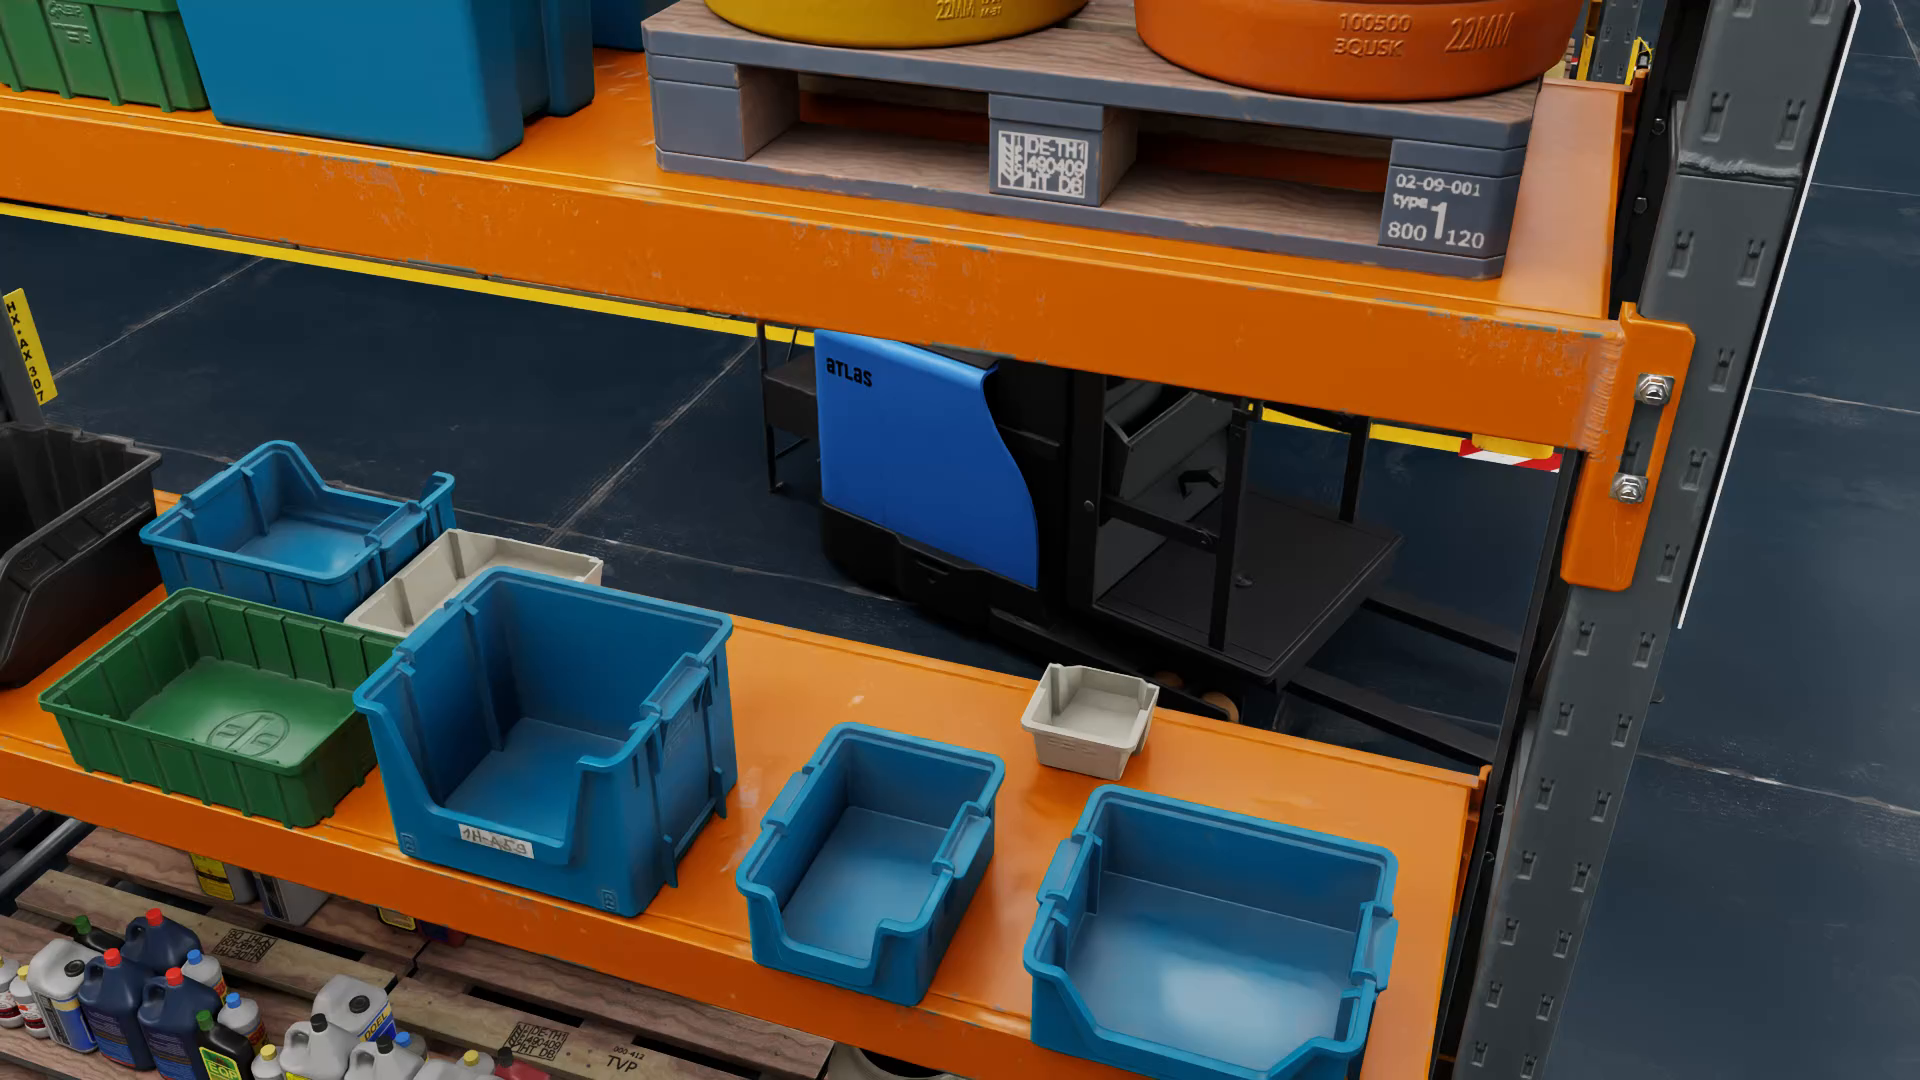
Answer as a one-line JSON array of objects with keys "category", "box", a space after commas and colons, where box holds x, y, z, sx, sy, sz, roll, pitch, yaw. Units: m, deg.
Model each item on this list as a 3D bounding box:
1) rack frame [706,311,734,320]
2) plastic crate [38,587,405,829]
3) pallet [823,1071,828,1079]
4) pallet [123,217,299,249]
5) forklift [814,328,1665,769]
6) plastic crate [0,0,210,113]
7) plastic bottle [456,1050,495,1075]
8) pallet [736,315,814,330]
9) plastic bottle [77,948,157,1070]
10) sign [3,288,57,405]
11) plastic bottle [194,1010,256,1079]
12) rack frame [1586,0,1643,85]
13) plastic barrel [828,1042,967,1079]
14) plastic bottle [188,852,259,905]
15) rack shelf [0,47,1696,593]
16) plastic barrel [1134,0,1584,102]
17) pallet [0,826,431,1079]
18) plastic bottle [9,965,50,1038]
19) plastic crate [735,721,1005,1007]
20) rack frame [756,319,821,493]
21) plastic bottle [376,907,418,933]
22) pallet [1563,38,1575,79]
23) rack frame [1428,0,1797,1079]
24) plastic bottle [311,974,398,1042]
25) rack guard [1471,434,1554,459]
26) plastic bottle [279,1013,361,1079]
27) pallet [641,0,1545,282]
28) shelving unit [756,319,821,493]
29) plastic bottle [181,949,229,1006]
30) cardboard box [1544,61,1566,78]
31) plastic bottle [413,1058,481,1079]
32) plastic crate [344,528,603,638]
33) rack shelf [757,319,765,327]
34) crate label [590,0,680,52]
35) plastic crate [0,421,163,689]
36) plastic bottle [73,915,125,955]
[{"category": "rack frame", "box": [-1.071, -2.651, 8.091, 0.127, 3.000, 1.000, 11, 34, 16]}, {"category": "plastic crate", "box": [-1.559, 0.359, 3.623, 0.662, 0.188, 0.450, 11, 34, 16]}, {"category": "pallet", "box": [0.173, 1.640, 4.015, 1.213, 0.211, 1.003, 11, 34, 16]}, {"category": "pallet", "box": [-4.101, -2.068, 9.758, 1.213, 0.211, 1.003, 11, 34, 16]}, {"category": "forklift", "box": [0.938, -0.873, 5.400, 3.031, 2.935, 1.130, 22, 39, 30]}, {"category": "plastic crate", "box": [-1.348, -0.866, 2.755, 0.450, 0.188, 0.336, 11, 34, 16]}, {"category": "plastic bottle", "box": [-1.187, 1.336, 4.090, 0.097, 0.201, 0.097, 0, 33, 0]}, {"category": "pallet", "box": [-0.427, -1.375, 8.685, 1.213, 0.211, 1.003, 11, 34, 16]}, {"category": "plastic bottle", "box": [-2.122, 1.165, 4.216, 0.185, 0.351, 0.144, 12, 35, 18]}, {"category": "sign", "box": [-2.546, -0.517, 4.531, 0.005, 0.325, 0.100, 11, 34, 16]}, {"category": "plastic bottle", "box": [-1.803, 1.280, 4.101, 0.133, 0.283, 0.061, 13, 35, 19]}, {"category": "rack frame", "box": [2.695, -1.919, 6.957, 0.127, 3.000, 1.000, 11, 34, 16]}, {"category": "plastic barrel", "box": [-0.094, 1.305, 3.869, 0.421, 0.512, 0.421, 0, 33, 0]}, {"category": "plastic bottle", "box": [-2.087, 0.850, 4.704, 0.185, 0.351, 0.144, 11, 34, 16]}, {"category": "rack shelf", "box": [-0.859, -0.714, 2.989, 4.000, 0.370, 1.077, 11, 34, 16]}, {"category": "plastic barrel", "box": [0.523, -1.031, 2.033, 0.708, 0.830, 0.600, 11, 34, 16]}, {"category": "pallet", "box": [-2.124, 1.193, 4.707, 1.213, 0.211, 1.003, 11, 34, 16]}, {"category": "plastic bottle", "box": [-2.398, 1.188, 4.319, 0.097, 0.201, 0.097, 0, 33, 0]}, {"category": "plastic crate", "box": [-0.158, 0.612, 3.174, 0.408, 0.251, 0.499, 11, 34, 16]}, {"category": "rack frame", "box": [-0.690, -1.171, 6.627, 0.015, 2.100, 0.400, 22, 39, 30]}, {"category": "plastic bottle", "box": [-1.564, 0.956, 4.602, 0.133, 0.283, 0.061, 11, 34, 16]}, {"category": "pallet", "box": [3.684, -3.368, 11.772, 1.213, 0.211, 1.003, 11, 34, 16]}, {"category": "rack frame", "box": [1.024, 0.610, 3.040, 0.127, 3.000, 1.000, 11, 34, 16]}, {"category": "plastic bottle", "box": [-1.518, 1.229, 4.187, 0.135, 0.276, 0.152, 11, 34, 16]}, {"category": "rack guard", "box": [2.623, -0.883, 7.657, 0.348, 0.500, 1.175, 11, 34, 16]}, {"category": "plastic bottle", "box": [-1.544, 1.278, 4.042, 0.185, 0.351, 0.144, 11, 34, 16]}, {"category": "pallet", "box": [0.278, -0.772, 2.590, 1.213, 0.211, 1.003, 11, 34, 16]}, {"category": "shelving unit", "box": [-0.493, -1.092, 6.506, 0.503, 2.100, 0.431, 22, 39, 30]}, {"category": "plastic bottle", "box": [-1.945, 1.164, 4.292, 0.097, 0.271, 0.097, 0, 33, 0]}, {"category": "cardboard box", "box": [2.507, -1.988, 7.295, 0.250, 0.149, 0.380, 11, 34, 16]}, {"category": "plastic bottle", "box": [-1.212, 1.371, 3.966, 0.135, 0.276, 0.152, 10, 34, 15]}, {"category": "plastic crate", "box": [-1.128, 0.156, 3.986, 0.437, 0.136, 0.530, 11, 34, 16]}, {"category": "rack shelf", "box": [-0.493, -1.081, 6.513, 0.480, 0.518, 0.431, 22, 39, 30]}, {"category": "crate label", "box": [-0.627, -1.099, 3.059, 0.408, 0.251, 0.502, 11, 34, 16]}, {"category": "plastic crate", "box": [-2.292, 0.065, 3.942, 0.504, 0.338, 0.767, 11, 34, 16]}, {"category": "plastic bottle", "box": [-2.241, 1.107, 4.369, 0.133, 0.283, 0.061, 11, 34, 16]}]
